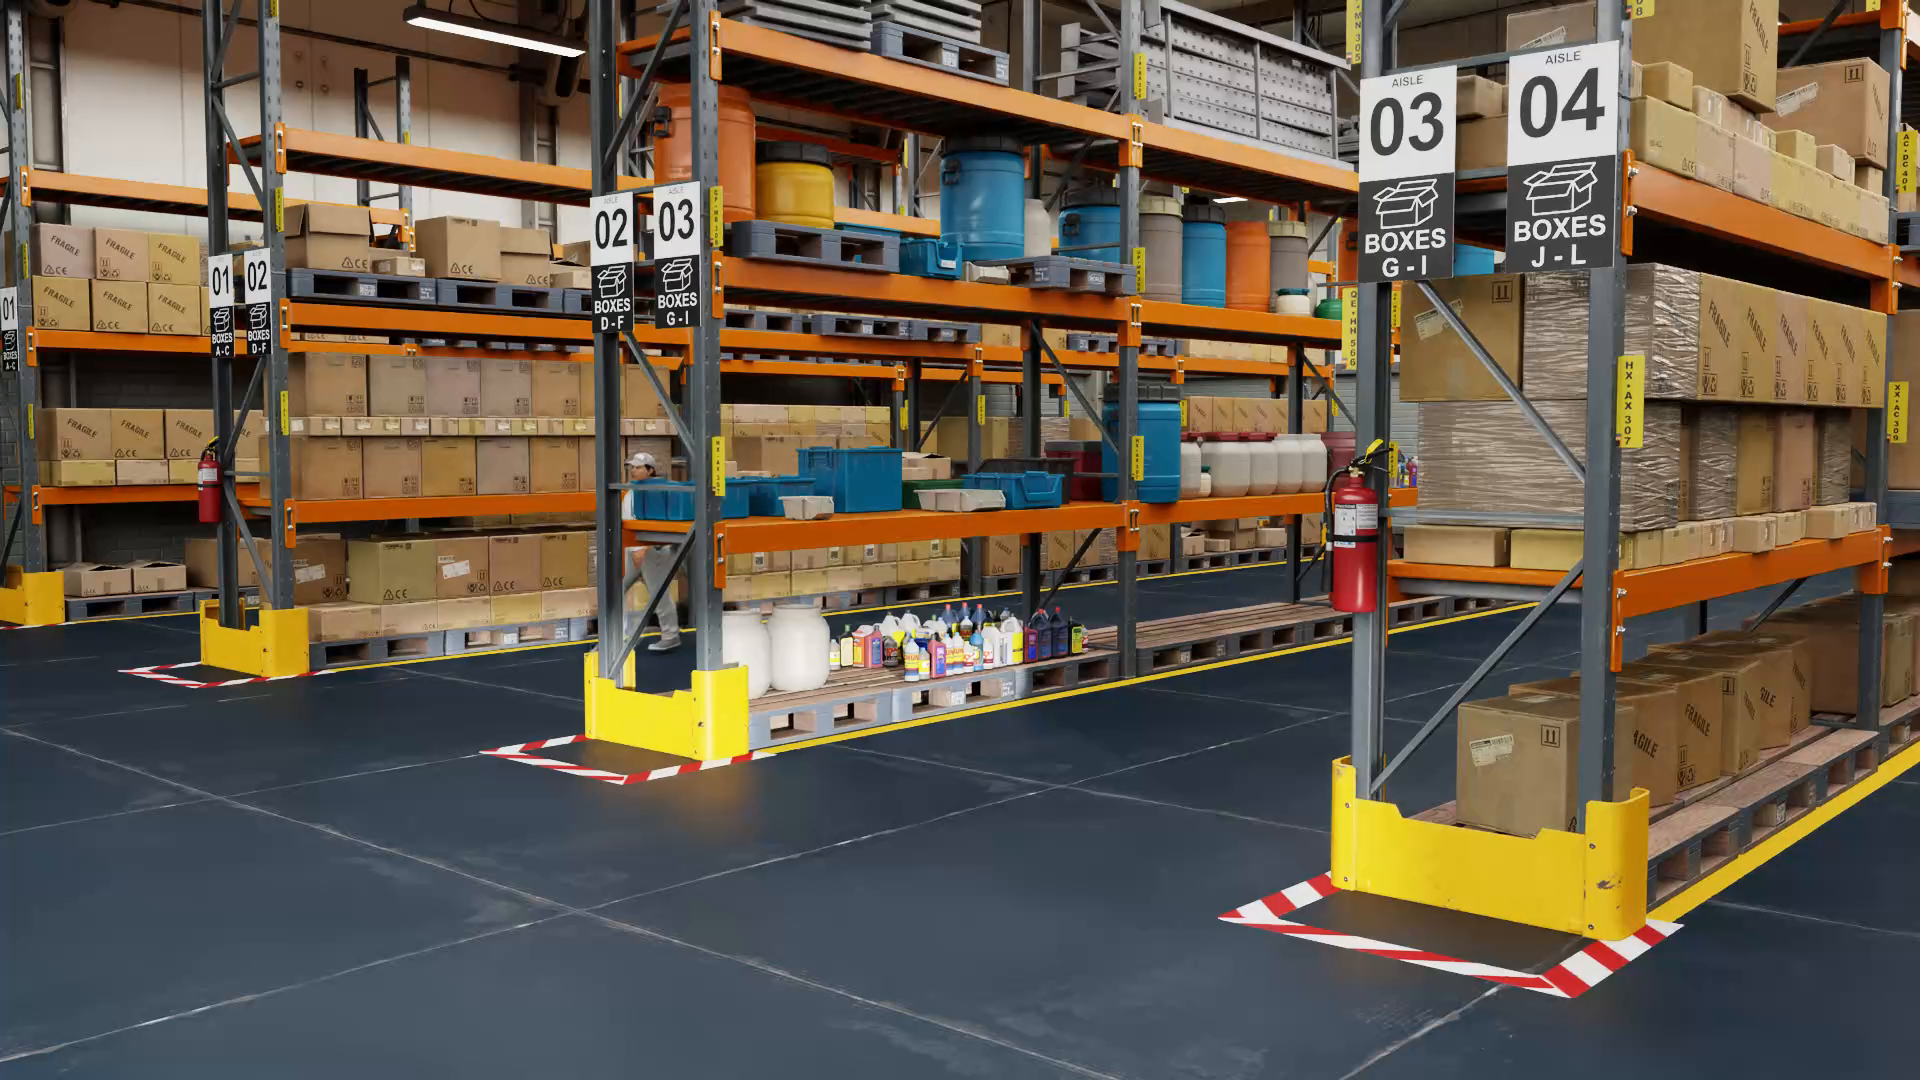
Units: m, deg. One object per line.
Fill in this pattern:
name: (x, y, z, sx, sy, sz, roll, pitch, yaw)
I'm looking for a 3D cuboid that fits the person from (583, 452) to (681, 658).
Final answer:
person: (-2.653, 0.127, 13.601, 0.523, 1.686, 0.793, 3, 5, 42)
